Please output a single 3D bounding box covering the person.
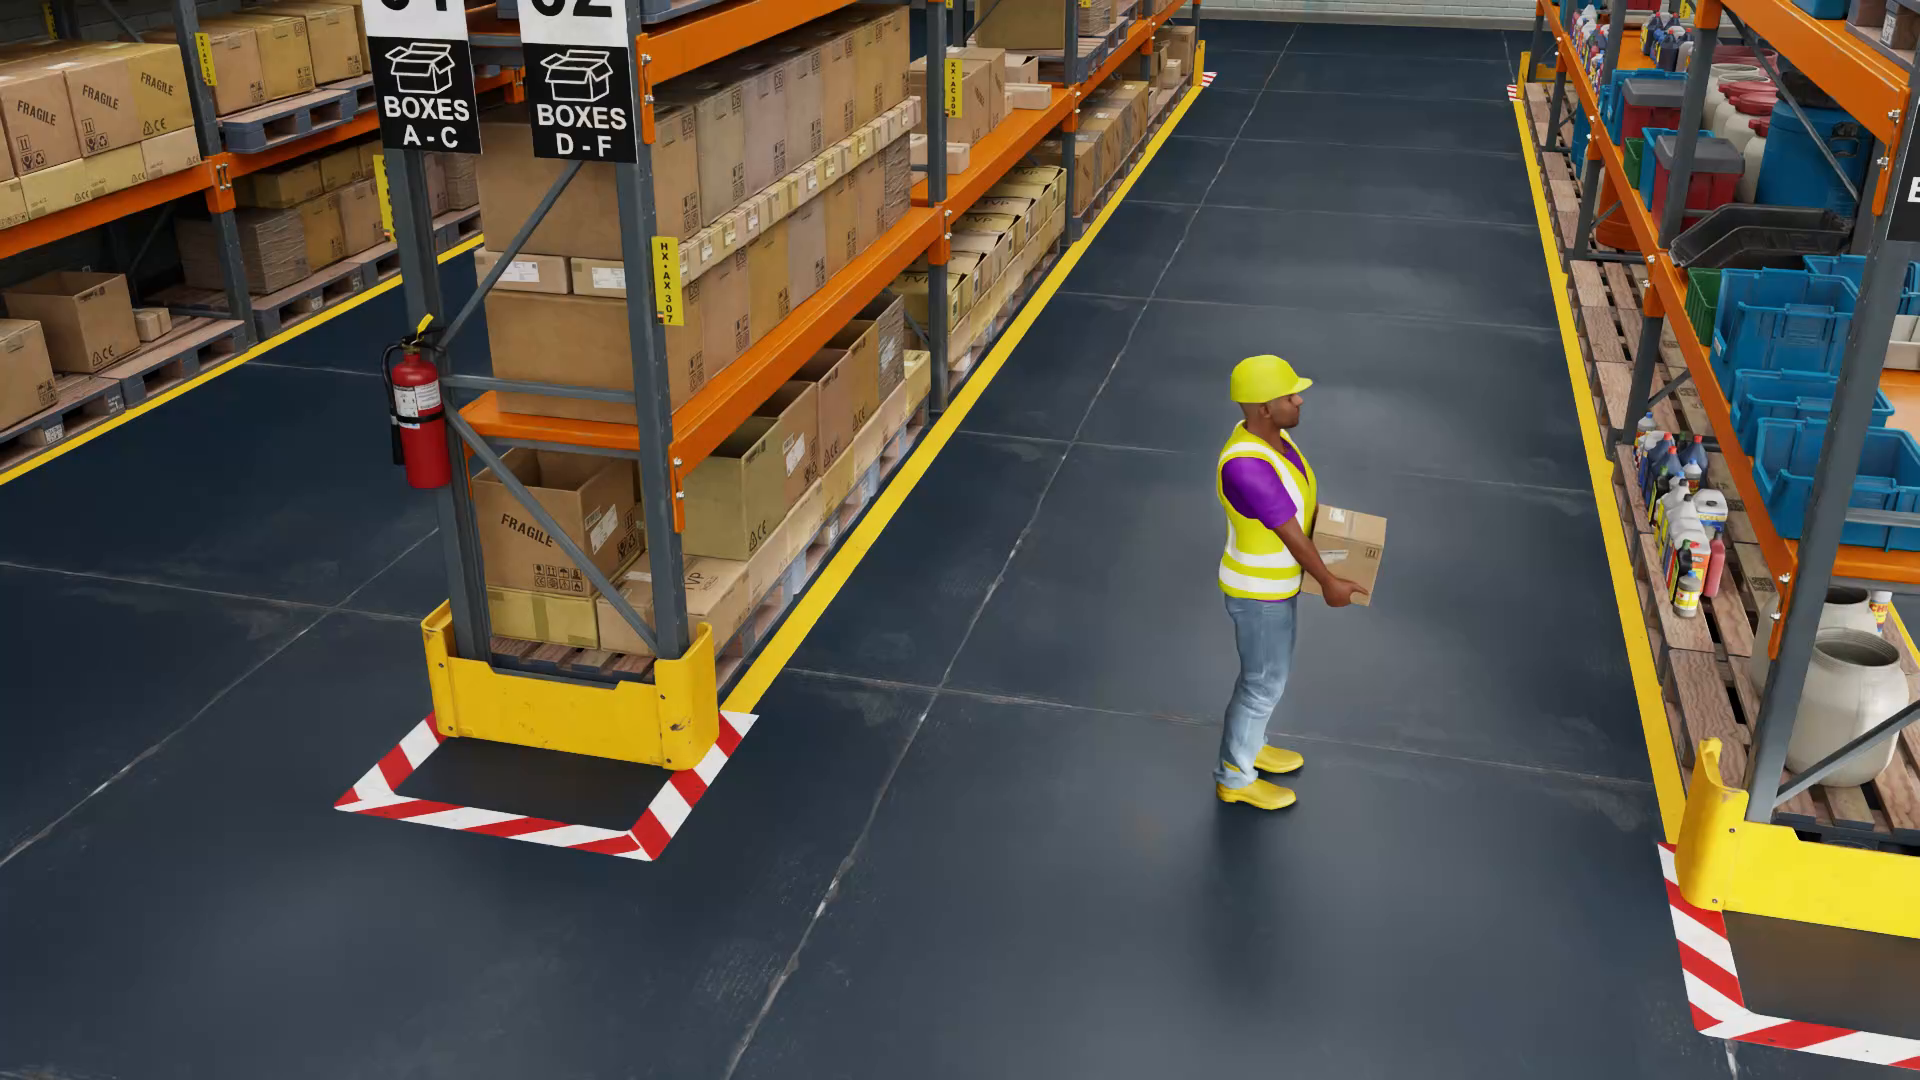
[{"bbox_3d":[1.241,0.164,6.238,0.587,1.760,0.503,7,26,14],"label":"person"}]
